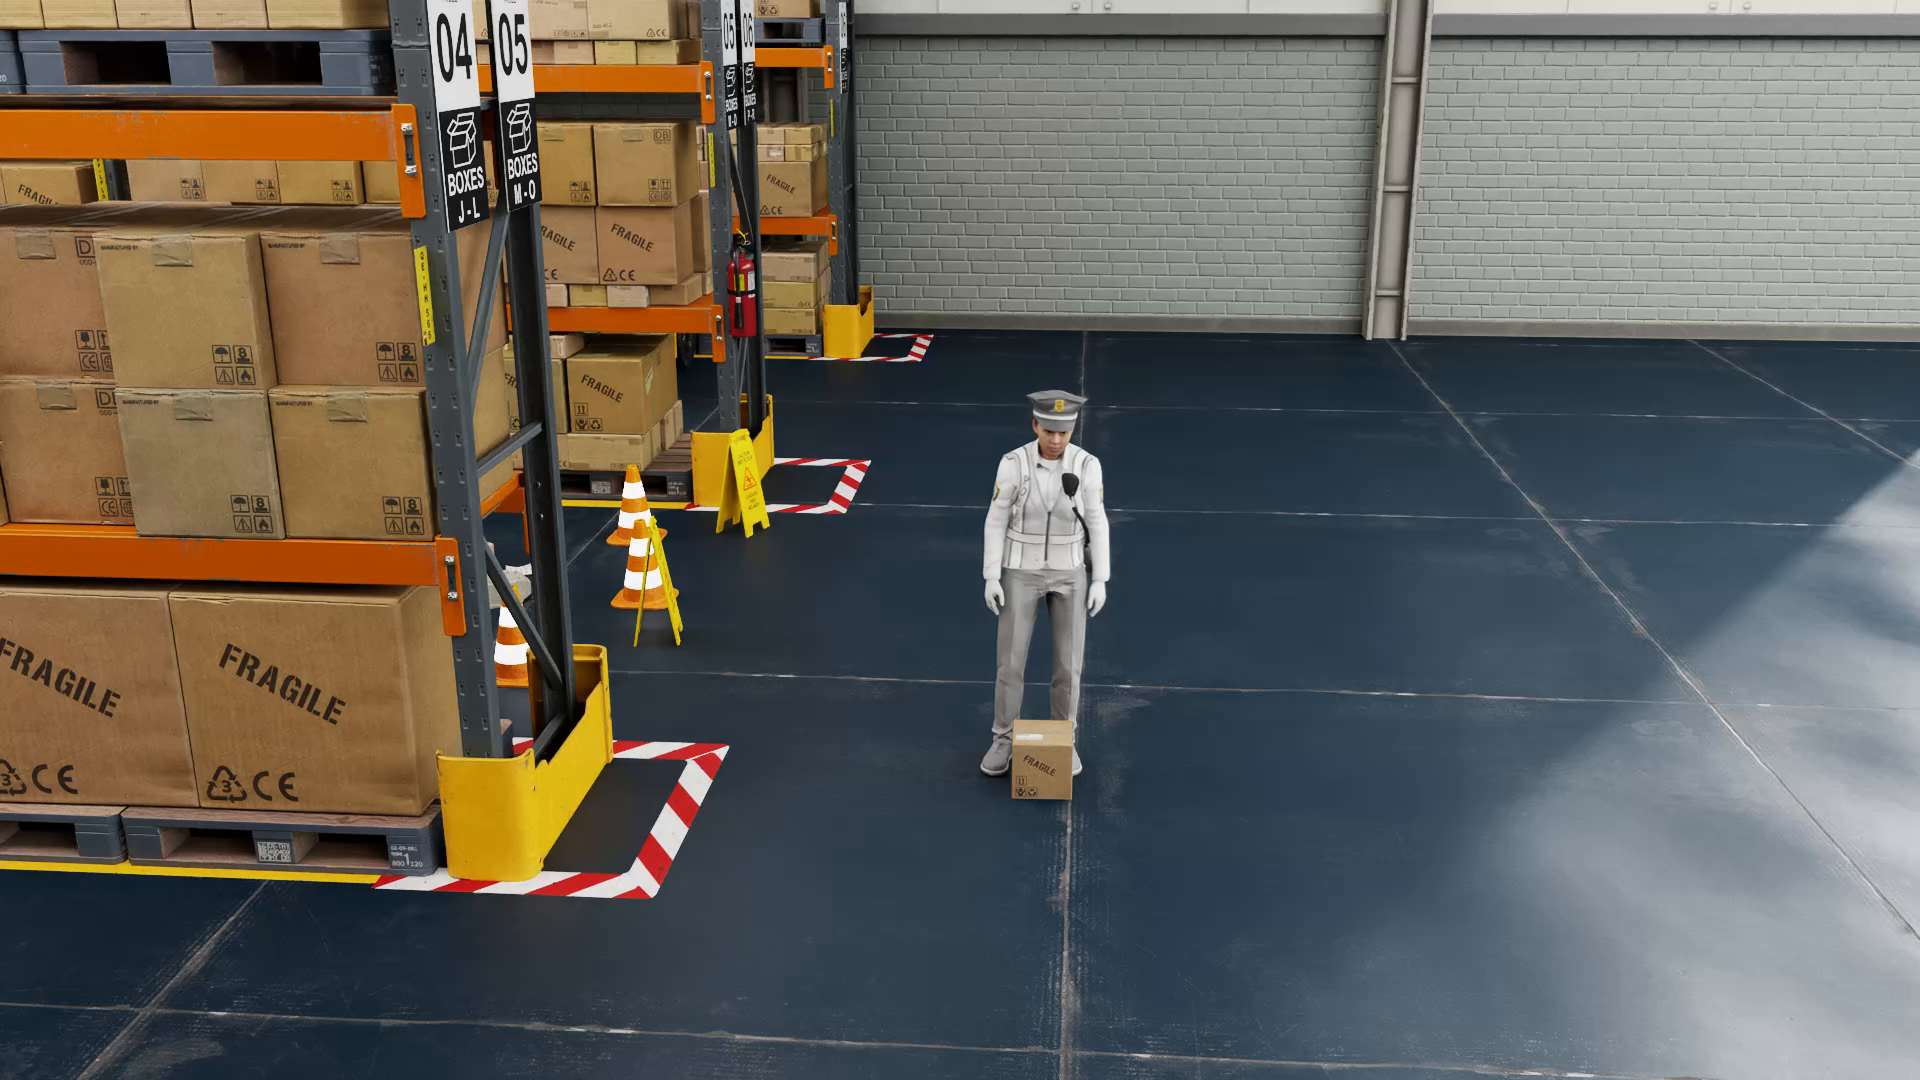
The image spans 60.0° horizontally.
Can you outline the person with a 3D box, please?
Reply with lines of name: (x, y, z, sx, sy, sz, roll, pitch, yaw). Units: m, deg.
person: (0.360, 0.179, 6.997, 0.539, 1.653, 0.374, 0, 18, 1)
